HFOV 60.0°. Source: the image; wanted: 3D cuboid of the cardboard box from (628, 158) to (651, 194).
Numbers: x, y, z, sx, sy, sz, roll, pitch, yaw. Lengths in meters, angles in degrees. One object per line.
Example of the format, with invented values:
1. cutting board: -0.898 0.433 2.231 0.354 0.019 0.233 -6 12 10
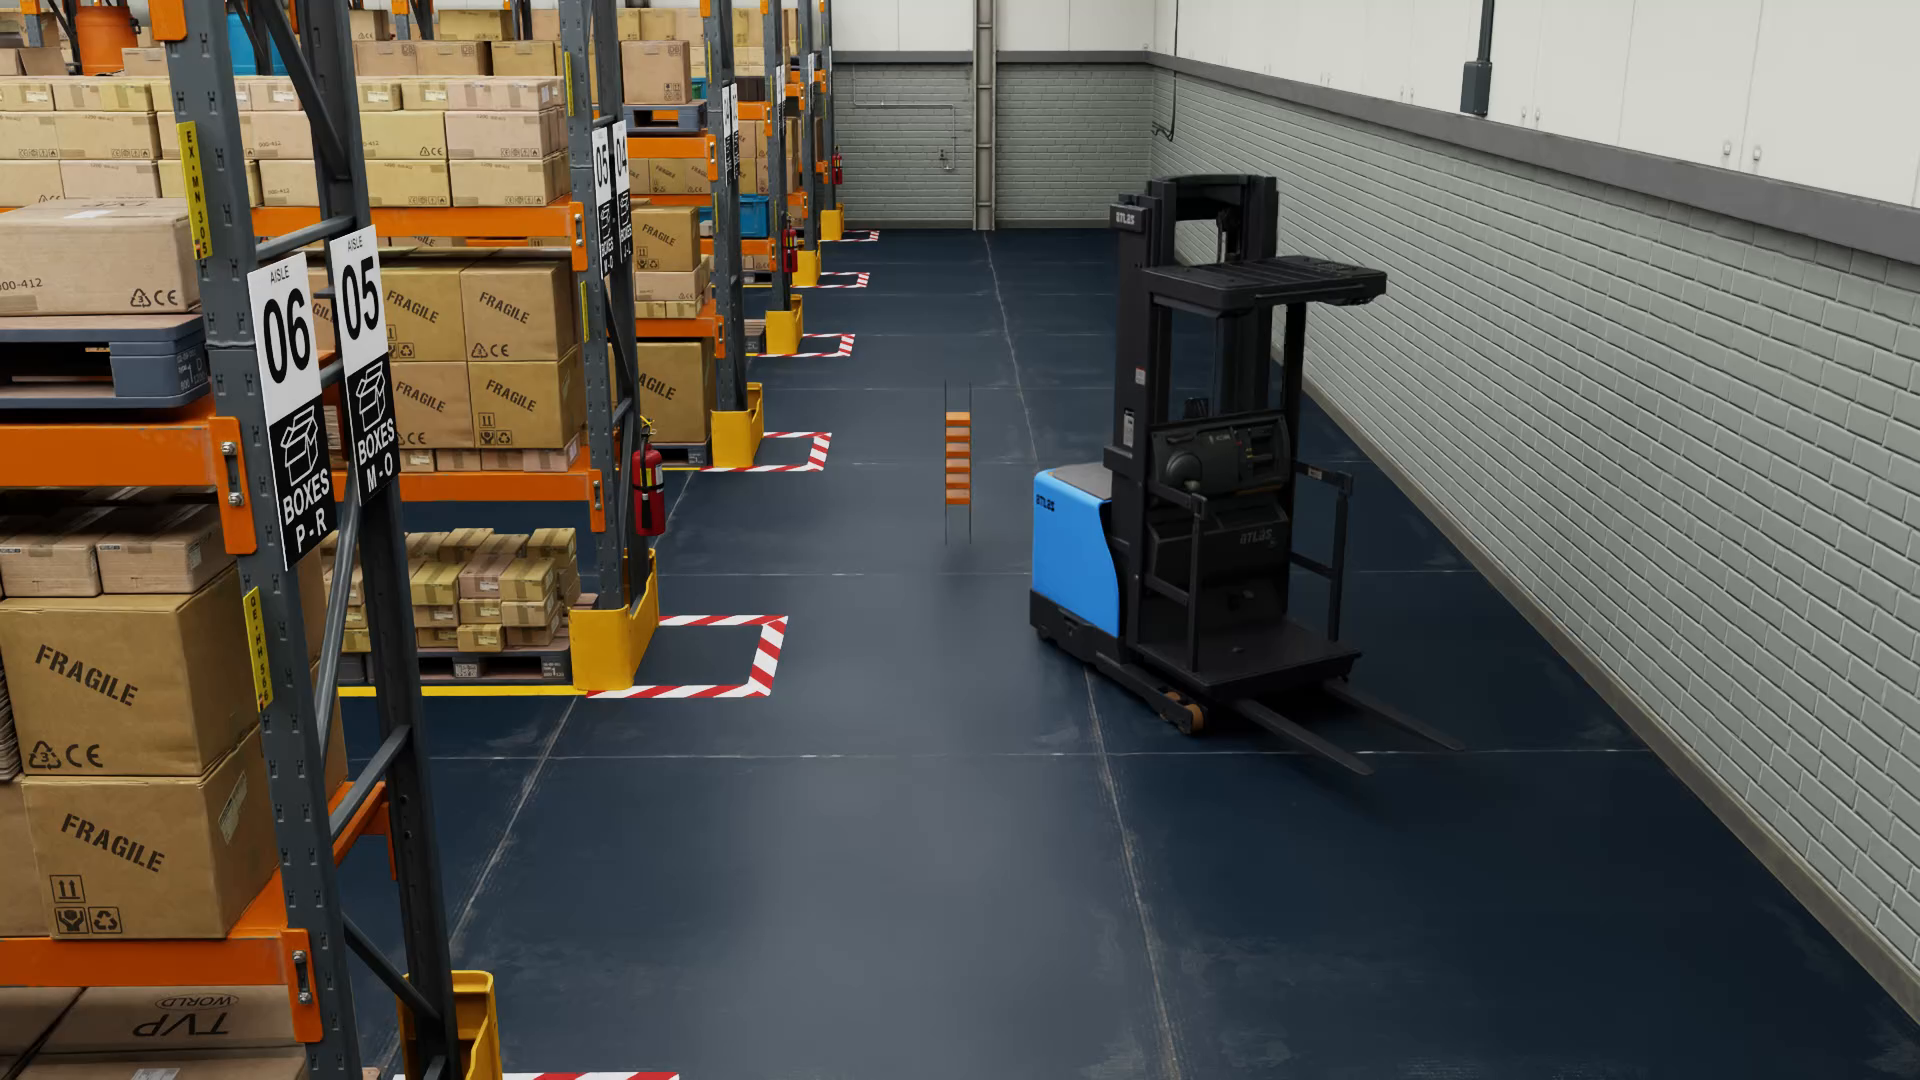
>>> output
1. cardboard box: -4.650 -5.214 23.728 0.500 0.500 0.500 0 18 -1

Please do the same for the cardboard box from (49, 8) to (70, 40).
1. cardboard box: -14.754 -8.593 27.680 0.500 0.500 0.500 -2 18 -6

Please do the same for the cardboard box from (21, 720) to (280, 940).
1. cardboard box: -2.345 0.826 4.898 0.500 0.500 0.500 0 18 -1

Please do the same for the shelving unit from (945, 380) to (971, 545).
1. shelving unit: -0.014 -0.571 12.364 0.189 1.200 0.258 0 18 -1

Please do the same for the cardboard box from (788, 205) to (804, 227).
1. cardboard box: -2.957 -5.750 28.967 0.500 0.500 0.700 0 18 -1

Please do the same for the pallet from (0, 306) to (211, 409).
1. pallet: -2.609 -0.589 4.706 1.213 0.211 1.003 0 18 -1

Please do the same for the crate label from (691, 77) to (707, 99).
1. crate label: -3.030 -5.200 19.181 0.502 0.251 0.408 0 18 -1

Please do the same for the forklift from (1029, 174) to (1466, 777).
1. forklift: 1.583 -0.477 9.238 1.130 2.935 3.031 -9 20 -27

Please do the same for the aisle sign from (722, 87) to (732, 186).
1. aisle sign: -1.947 -3.383 13.926 0.004 0.787 0.394 0 18 -1

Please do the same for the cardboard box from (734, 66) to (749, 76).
1. cardboard box: -3.186 -6.536 23.348 0.500 0.250 0.500 0 18 -1

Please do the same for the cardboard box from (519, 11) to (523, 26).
1. cardboard box: -7.140 -8.834 28.152 0.500 0.250 0.500 1 18 3

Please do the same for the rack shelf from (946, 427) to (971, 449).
1. rack shelf: -0.014 -0.757 12.304 0.180 0.103 0.258 0 18 -1

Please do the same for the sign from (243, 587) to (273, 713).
1. sign: -1.873 0.292 4.442 0.005 0.325 0.100 0 18 -1

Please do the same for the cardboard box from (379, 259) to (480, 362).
1. cardboard box: -3.007 -1.305 9.419 0.500 0.500 0.500 -1 18 -3

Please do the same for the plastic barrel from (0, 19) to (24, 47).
1. plastic barrel: -10.926 -5.439 18.862 0.600 0.901 0.600 0 18 0

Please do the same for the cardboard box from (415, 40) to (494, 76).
1. cardboard box: -4.179 -3.923 13.940 0.500 0.500 0.700 1 18 2

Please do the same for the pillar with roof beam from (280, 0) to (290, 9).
1. pillar with roof beam: -11.503 -8.536 24.424 0.400 9.000 9.100 0 18 -1

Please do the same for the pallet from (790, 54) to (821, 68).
1. pallet: -3.000 -8.154 28.289 1.213 0.211 1.003 0 18 -1

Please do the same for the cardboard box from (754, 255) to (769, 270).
1. cardboard box: -2.716 -4.203 24.111 0.500 0.500 0.500 0 18 -1

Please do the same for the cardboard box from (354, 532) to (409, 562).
1. cardboard box: -3.628 0.077 10.401 0.250 0.149 0.380 0 18 1

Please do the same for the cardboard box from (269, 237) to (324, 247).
1. cardboard box: -5.540 -2.568 14.174 0.500 0.500 0.500 0 18 -1

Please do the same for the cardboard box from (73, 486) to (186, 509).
1. cardboard box: -2.488 -0.102 5.091 0.250 0.149 0.380 0 18 0

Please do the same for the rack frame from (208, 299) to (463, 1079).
1. rack frame: -1.867 0.791 5.172 0.127 3.000 1.000 0 18 -1

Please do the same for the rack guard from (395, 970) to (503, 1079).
1. rack guard: -1.843 1.981 5.554 0.348 0.500 1.175 0 18 -1

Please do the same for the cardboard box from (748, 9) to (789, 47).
1. cardboard box: -2.690 -7.206 23.390 0.500 0.500 0.700 0 18 -1

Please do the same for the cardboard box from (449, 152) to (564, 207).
1. cardboard box: -2.497 -1.995 9.189 0.500 0.250 0.500 -1 18 -2

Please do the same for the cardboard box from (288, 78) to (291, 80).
1. cardboard box: -3.666 -2.592 9.581 0.250 0.149 0.380 0 18 1

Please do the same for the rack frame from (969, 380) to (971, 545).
1. rack frame: 0.077 -0.572 12.365 0.006 1.200 0.240 0 18 -1

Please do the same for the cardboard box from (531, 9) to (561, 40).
1. cardboard box: -5.690 -7.208 23.396 0.500 0.500 0.700 0 18 -1

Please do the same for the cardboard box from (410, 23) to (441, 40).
1. cardboard box: -7.349 -6.976 23.457 0.600 0.600 0.600 0 18 -1

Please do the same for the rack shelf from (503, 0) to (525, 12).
1. rack shelf: -8.176 -7.556 23.203 4.000 0.370 1.077 0 18 -1

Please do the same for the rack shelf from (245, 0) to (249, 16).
1. rack shelf: -8.023 -4.531 13.772 4.000 0.370 1.077 0 18 -1

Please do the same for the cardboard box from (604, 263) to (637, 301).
1. cardboard box: -3.011 -2.221 14.318 0.500 0.250 0.500 -1 18 -2

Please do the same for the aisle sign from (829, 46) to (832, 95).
1. aisle sign: -2.182 -7.921 28.074 0.004 0.787 0.394 0 18 -1

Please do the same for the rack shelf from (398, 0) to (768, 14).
1. rack shelf: -4.102 -6.063 18.547 4.000 0.370 1.077 0 18 -1

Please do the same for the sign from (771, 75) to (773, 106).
1. sign: -2.077 -4.959 18.357 0.005 0.325 0.100 0 18 -1

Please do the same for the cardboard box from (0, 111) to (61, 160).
1. cardboard box: -5.063 -2.226 9.093 0.500 0.250 0.500 0 18 -1

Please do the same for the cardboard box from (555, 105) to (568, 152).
1. cardboard box: -2.500 -2.393 9.612 0.500 0.250 0.500 0 18 0

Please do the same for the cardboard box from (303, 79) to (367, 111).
1. cardboard box: -3.396 -2.424 9.058 0.250 0.149 0.380 -1 18 -2

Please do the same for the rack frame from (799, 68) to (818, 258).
1. rack frame: -2.176 -5.262 24.039 0.127 3.000 1.000 0 18 -1

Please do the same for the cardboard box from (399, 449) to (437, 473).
1. cardboard box: -3.123 -0.509 9.636 0.250 0.149 0.380 0 18 1

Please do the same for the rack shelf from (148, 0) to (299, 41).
1. rack shelf: -3.867 -1.523 4.397 4.000 0.370 1.077 0 18 -1

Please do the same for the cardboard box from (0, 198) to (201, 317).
1. cardboard box: -2.316 -0.784 4.565 0.500 0.250 0.500 -2 18 -6

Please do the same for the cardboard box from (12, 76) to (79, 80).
1. cardboard box: -5.230 -2.590 9.573 0.250 0.149 0.380 0 18 -1

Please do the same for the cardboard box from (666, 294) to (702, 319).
1. cardboard box: -2.375 -2.014 14.327 0.250 0.149 0.380 0 18 0

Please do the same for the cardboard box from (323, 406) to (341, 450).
1. cardboard box: -3.514 -0.823 9.551 0.500 0.500 0.500 0 18 -1

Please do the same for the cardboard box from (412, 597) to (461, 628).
1. cardboard box: -3.089 0.388 9.920 0.250 0.149 0.380 -1 18 -3

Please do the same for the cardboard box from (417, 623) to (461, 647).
1. cardboard box: -3.091 0.510 10.026 0.250 0.149 0.380 0 18 -1

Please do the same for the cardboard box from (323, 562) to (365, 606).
1. cardboard box: -3.609 0.257 9.840 0.250 0.149 0.380 0 18 1

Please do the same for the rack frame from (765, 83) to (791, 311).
1. rack frame: -2.102 -3.749 19.323 0.127 3.000 1.000 0 18 -1
